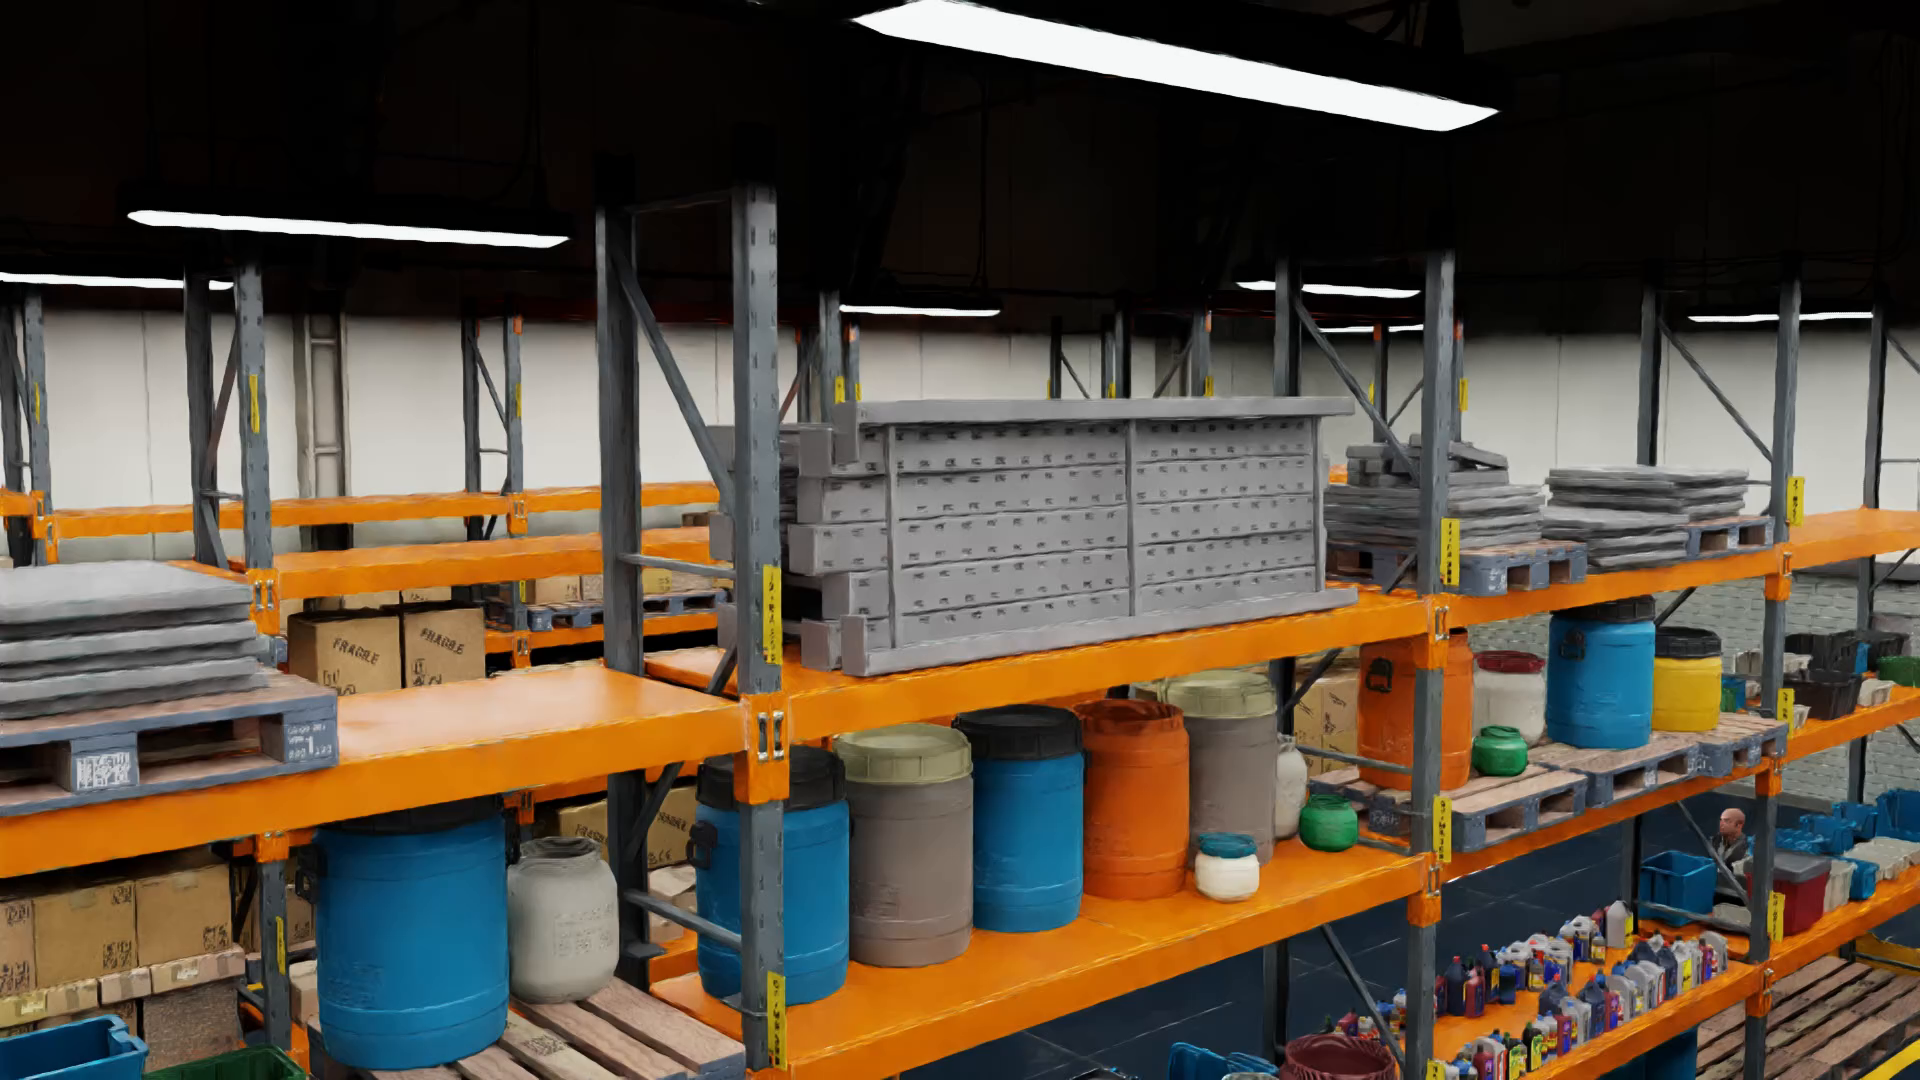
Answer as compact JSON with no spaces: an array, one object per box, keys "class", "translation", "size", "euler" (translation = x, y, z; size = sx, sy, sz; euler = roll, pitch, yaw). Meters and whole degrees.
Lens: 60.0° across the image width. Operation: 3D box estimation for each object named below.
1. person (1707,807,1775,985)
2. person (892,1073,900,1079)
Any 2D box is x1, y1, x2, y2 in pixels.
[{"class":"person","translation":[6.452,3.025,13.804],"size":[0.861,1.663,0.539],"euler":[-3,6,-31]},{"class":"person","translation":[-0.683,3.393,10.299],"size":[0.799,1.600,0.603],"euler":[-4,7,-36]}]
